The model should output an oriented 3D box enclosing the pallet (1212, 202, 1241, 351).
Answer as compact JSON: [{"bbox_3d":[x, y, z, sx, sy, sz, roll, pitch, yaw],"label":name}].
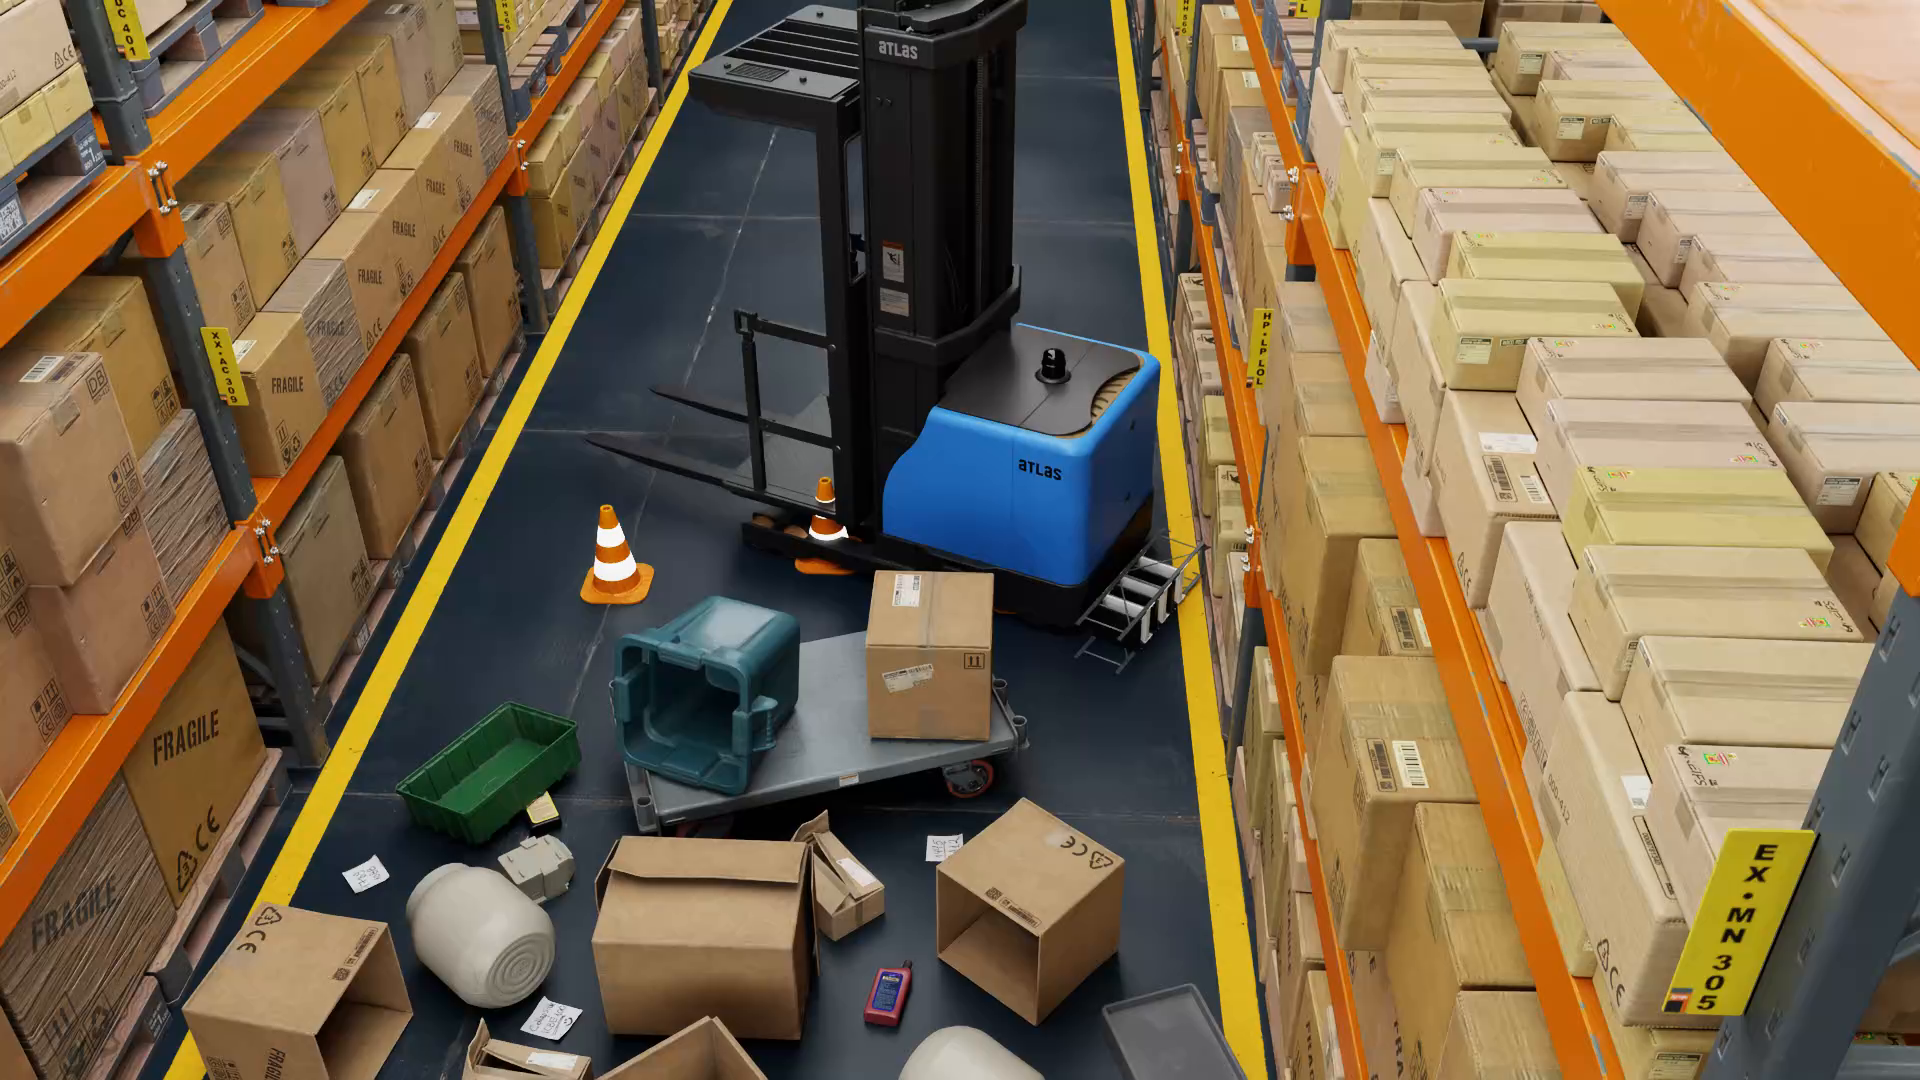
[{"bbox_3d":[1.786,-1.293,8.094,1.003,0.211,1.213,1,35,2],"label":"pallet"}]

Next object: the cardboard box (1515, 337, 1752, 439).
[{"bbox_3d":[1.377,-0.295,3.422,0.380,0.149,0.250,0,35,1],"label":"cardboard box"}]

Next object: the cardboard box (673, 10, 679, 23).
[{"bbox_3d":[-2.725,-4.671,14.847,0.380,0.149,0.250,0,35,0],"label":"cardboard box"}]

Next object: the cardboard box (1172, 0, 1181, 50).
[{"bbox_3d":[1.607,-3.232,10.381,0.500,0.250,0.500,0,35,1],"label":"cardboard box"}]

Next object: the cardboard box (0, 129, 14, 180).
[{"bbox_3d":[-3.001,-1.095,4.803,0.380,0.149,0.250,2,35,3],"label":"cardboard box"}]

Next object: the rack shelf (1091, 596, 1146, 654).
[{"bbox_3d":[0.756,0.403,7.933,0.258,0.200,0.077,20,41,26],"label":"rack shelf"}]

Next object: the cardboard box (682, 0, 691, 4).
[{"bbox_3d":[-2.615,-4.937,14.967,0.380,0.149,0.250,1,35,2],"label":"cardboard box"}]

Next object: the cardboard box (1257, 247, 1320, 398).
[{"bbox_3d":[1.453,-0.817,6.539,0.500,0.500,0.500,1,35,1],"label":"cardboard box"}]

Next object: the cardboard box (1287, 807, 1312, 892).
[{"bbox_3d":[1.278,1.022,5.442,0.380,0.149,0.250,3,35,5],"label":"cardboard box"}]

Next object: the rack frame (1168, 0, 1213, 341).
[{"bbox_3d":[1.824,-2.510,9.658,1.000,3.000,0.127,1,35,2],"label":"rack frame"}]

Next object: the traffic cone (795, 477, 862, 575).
[{"bbox_3d":[-0.673,-0.108,8.447,0.336,0.463,0.334,1,35,2],"label":"traffic cone"}]

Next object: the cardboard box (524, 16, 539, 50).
[{"bbox_3d":[-2.885,-3.197,10.489,0.380,0.149,0.250,3,35,4],"label":"cardboard box"}]

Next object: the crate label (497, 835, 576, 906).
[{"bbox_3d":[-1.712,1.324,6.692,0.298,0.136,0.250,-24,42,-30],"label":"crate label"}]

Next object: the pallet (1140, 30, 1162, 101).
[{"bbox_3d":[2.094,-4.102,14.349,1.003,0.211,1.213,1,35,2],"label":"pallet"}]

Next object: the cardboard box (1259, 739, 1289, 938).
[{"bbox_3d":[1.360,1.075,5.931,0.500,0.500,0.500,3,35,4],"label":"cardboard box"}]

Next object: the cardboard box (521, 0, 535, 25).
[{"bbox_3d":[-2.890,-3.339,10.433,0.380,0.149,0.250,0,35,0],"label":"cardboard box"}]

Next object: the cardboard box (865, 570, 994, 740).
[{"bbox_3d":[-0.116,0.477,6.923,0.500,0.500,0.500,1,35,2],"label":"cardboard box"}]

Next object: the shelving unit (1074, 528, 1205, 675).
[{"bbox_3d":[0.882,0.285,8.094,0.258,0.210,0.900,20,41,26],"label":"shelving unit"}]

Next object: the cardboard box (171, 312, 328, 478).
[{"bbox_3d":[-2.997,-0.605,6.861,0.500,0.500,0.500,2,35,2],"label":"cardboard box"}]

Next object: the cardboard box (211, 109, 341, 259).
[{"bbox_3d":[-3.233,-1.589,7.392,0.700,0.500,0.500,2,35,2],"label":"cardboard box"}]

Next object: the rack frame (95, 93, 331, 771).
[{"bbox_3d":[-3.287,-0.268,6.468,1.000,3.000,0.127,1,35,2],"label":"rack frame"}]

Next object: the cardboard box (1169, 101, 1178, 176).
[{"bbox_3d":[2.011,-3.233,12.170,0.875,0.875,0.875,2,35,3],"label":"cardboard box"}]

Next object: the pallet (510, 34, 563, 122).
[{"bbox_3d":[-3.204,-2.900,10.380,1.213,0.211,1.003,1,35,2],"label":"pallet"}]

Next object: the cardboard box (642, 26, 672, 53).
[{"bbox_3d":[-2.631,-4.192,13.908,0.380,0.149,0.250,3,35,4],"label":"cardboard box"}]

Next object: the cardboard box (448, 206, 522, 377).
[{"bbox_3d":[-3.240,-1.470,9.770,1.050,0.750,0.750,1,35,1],"label":"cardboard box"}]

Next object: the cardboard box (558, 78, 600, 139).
[{"bbox_3d":[-2.803,-2.988,11.495,0.500,0.250,0.500,2,35,2],"label":"cardboard box"}]

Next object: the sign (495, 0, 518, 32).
[{"bbox_3d":[-2.571,-3.029,9.390,0.100,0.325,0.005,1,35,2],"label":"sign"}]

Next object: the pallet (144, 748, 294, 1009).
[{"bbox_3d":[-3.395,1.308,6.651,1.003,0.211,1.213,1,35,2],"label":"pallet"}]

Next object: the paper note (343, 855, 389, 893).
[{"bbox_3d":[-2.409,1.354,6.743,0.147,0.020,0.142,-24,42,-30],"label":"paper note"}]

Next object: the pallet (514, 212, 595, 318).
[{"bbox_3d":[-3.093,-1.874,11.179,1.003,0.211,1.213,1,35,2],"label":"pallet"}]

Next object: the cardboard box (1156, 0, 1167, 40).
[{"bbox_3d":[1.618,-3.622,11.371,0.500,0.250,0.500,1,35,1],"label":"cardboard box"}]

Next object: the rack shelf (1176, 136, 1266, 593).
[{"bbox_3d":[1.744,-1.067,8.230,1.077,0.370,4.000,1,35,2],"label":"rack shelf"}]

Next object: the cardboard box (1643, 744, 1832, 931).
[{"bbox_3d":[1.221,0.434,2.385,0.380,0.149,0.250,2,35,2],"label":"cardboard box"}]

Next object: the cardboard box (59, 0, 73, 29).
[{"bbox_3d":[-3.418,-2.056,6.082,0.500,0.250,0.500,2,35,2],"label":"cardboard box"}]

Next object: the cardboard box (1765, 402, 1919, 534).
[{"bbox_3d":[1.786,-0.138,3.200,0.380,0.149,0.250,1,35,2],"label":"cardboard box"}]

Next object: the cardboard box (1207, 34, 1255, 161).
[{"bbox_3d":[1.561,-2.292,8.637,0.500,0.500,0.500,3,35,4],"label":"cardboard box"}]

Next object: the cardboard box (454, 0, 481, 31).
[{"bbox_3d":[-2.914,-3.142,9.894,0.380,0.149,0.250,1,35,2],"label":"cardboard box"}]

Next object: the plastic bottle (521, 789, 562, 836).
[{"bbox_3d":[-1.790,1.128,7.038,0.133,0.061,0.283,-17,38,-22],"label":"plastic bottle"}]

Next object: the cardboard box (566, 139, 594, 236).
[{"bbox_3d":[-2.826,-2.405,11.317,0.500,0.500,0.500,2,35,2],"label":"cardboard box"}]

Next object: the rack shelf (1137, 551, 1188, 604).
[{"bbox_3d":[0.996,0.178,8.240,0.258,0.200,0.077,20,41,26],"label":"rack shelf"}]

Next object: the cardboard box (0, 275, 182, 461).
[{"bbox_3d":[-3.336,-0.560,5.814,0.875,0.550,0.550,1,35,2],"label":"cardboard box"}]

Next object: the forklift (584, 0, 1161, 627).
[{"bbox_3d":[-0.557,-1.359,8.080,3.031,2.935,1.130,16,38,21],"label":"forklift"}]

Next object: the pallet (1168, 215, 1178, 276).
[{"bbox_3d":[1.931,-1.820,11.102,1.003,0.211,1.213,1,35,2],"label":"pallet"}]

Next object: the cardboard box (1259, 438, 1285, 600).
[{"bbox_3d":[1.367,-0.128,5.924,0.500,0.500,0.500,1,35,2],"label":"cardboard box"}]

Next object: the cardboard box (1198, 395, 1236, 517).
[{"bbox_3d":[1.734,-0.423,8.608,0.950,0.372,0.625,2,35,3],"label":"cardboard box"}]

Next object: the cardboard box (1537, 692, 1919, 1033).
[{"bbox_3d":[1.254,0.498,2.641,0.500,0.250,0.500,1,35,1],"label":"cardboard box"}]

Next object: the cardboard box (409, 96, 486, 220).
[{"bbox_3d":[-2.897,-2.056,8.925,0.500,0.500,0.500,1,35,2],"label":"cardboard box"}]

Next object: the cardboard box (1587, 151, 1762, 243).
[{"bbox_3d":[1.843,-0.876,4.250,0.380,0.149,0.250,1,35,1],"label":"cardboard box"}]

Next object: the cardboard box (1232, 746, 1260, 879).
[{"bbox_3d":[1.370,1.074,6.585,0.500,0.250,0.500,0,35,0],"label":"cardboard box"}]

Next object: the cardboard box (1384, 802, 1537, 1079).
[{"bbox_3d":[1.333,0.925,3.555,0.700,0.500,0.500,2,35,2],"label":"cardboard box"}]

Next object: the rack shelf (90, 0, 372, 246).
[{"bbox_3d":[-3.206,-2.350,7.448,1.077,0.370,4.000,1,35,2],"label":"rack shelf"}]

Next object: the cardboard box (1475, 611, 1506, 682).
[{"bbox_3d":[1.299,0.167,3.460,0.380,0.149,0.250,1,35,2],"label":"cardboard box"}]

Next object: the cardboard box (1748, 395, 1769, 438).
[{"bbox_3d":[1.815,-0.071,3.450,0.500,0.250,0.500,2,35,3],"label":"cardboard box"}]

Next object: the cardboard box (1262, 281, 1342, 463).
[{"bbox_3d":[1.429,-0.536,5.634,0.700,0.500,0.500,1,35,1],"label":"cardboard box"}]

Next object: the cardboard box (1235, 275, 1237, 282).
[{"bbox_3d":[1.464,-1.169,7.603,0.380,0.149,0.250,1,35,2],"label":"cardboard box"}]

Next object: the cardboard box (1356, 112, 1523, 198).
[{"bbox_3d":[1.287,-1.037,4.479,0.380,0.149,0.250,1,35,2],"label":"cardboard box"}]

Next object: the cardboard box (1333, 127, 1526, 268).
[{"bbox_3d":[1.361,-0.956,4.711,0.500,0.250,0.500,1,35,1],"label":"cardboard box"}]
